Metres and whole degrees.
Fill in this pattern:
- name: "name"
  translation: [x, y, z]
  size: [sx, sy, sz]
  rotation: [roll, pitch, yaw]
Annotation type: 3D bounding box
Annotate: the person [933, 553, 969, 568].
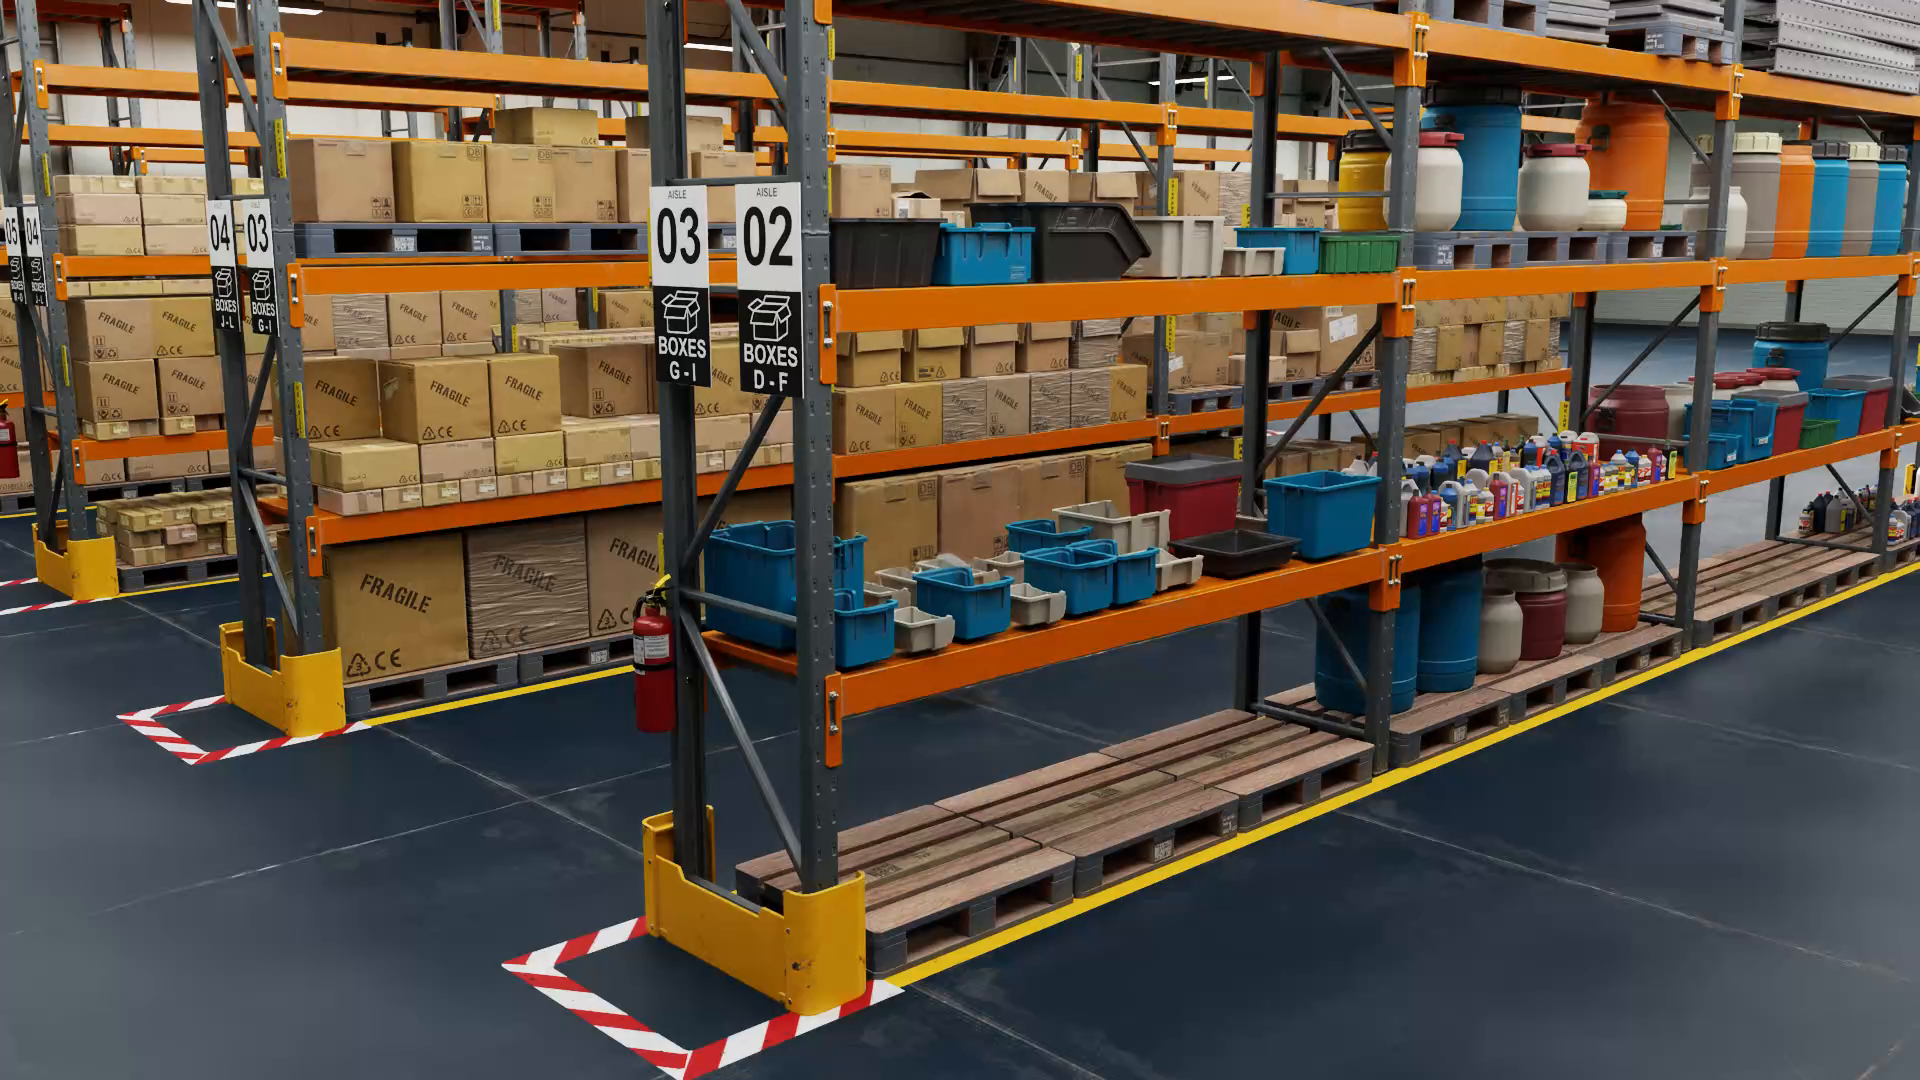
- name: "person"
  translation: [-0.265, 0.548, 10.944]
  size: [0.498, 0.961, 0.825]
  rotation: [-10, 15, -43]
